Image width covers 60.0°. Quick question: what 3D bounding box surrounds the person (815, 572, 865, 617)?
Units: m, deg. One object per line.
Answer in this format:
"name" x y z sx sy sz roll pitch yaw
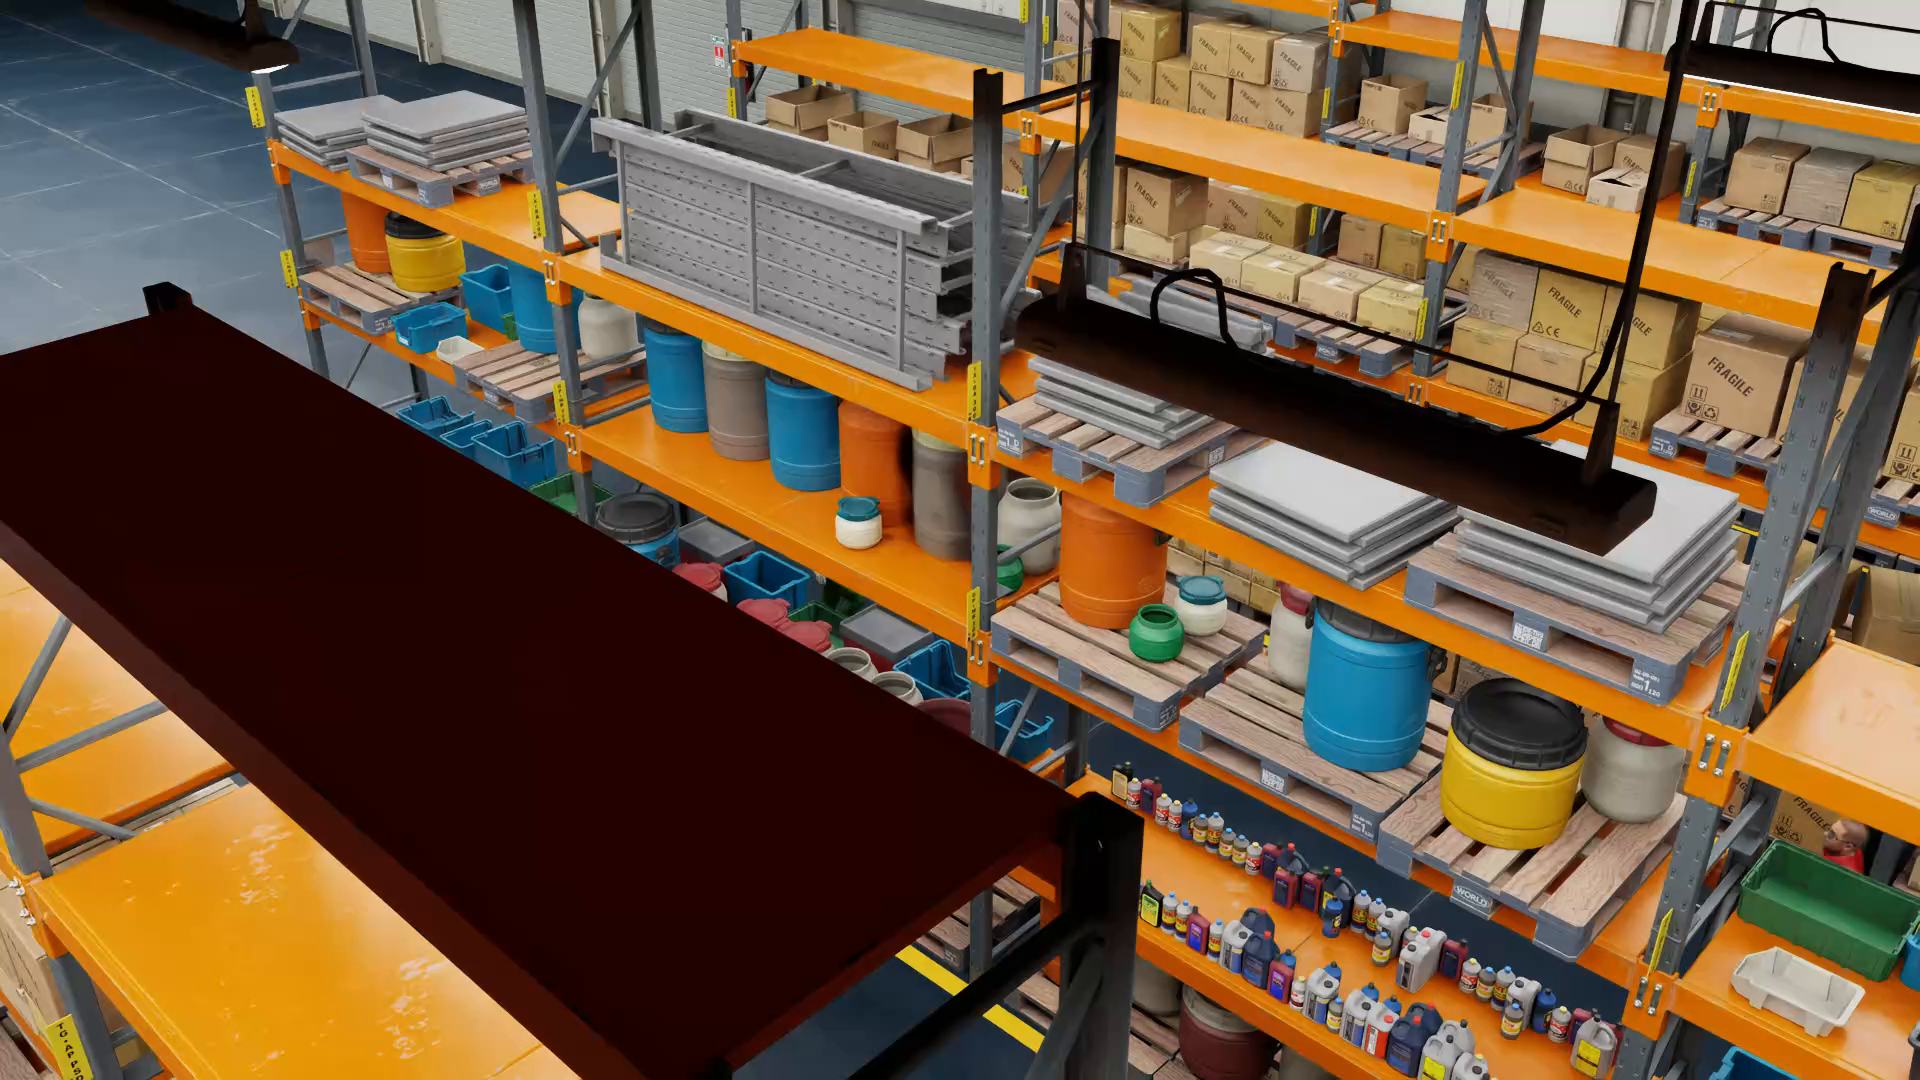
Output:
"person" -1.020 0.152 14.169 0.509 1.823 0.529 0 29 1

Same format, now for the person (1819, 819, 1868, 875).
"person" 5.267 2.395 10.280 1.086 1.675 0.662 22 36 34
